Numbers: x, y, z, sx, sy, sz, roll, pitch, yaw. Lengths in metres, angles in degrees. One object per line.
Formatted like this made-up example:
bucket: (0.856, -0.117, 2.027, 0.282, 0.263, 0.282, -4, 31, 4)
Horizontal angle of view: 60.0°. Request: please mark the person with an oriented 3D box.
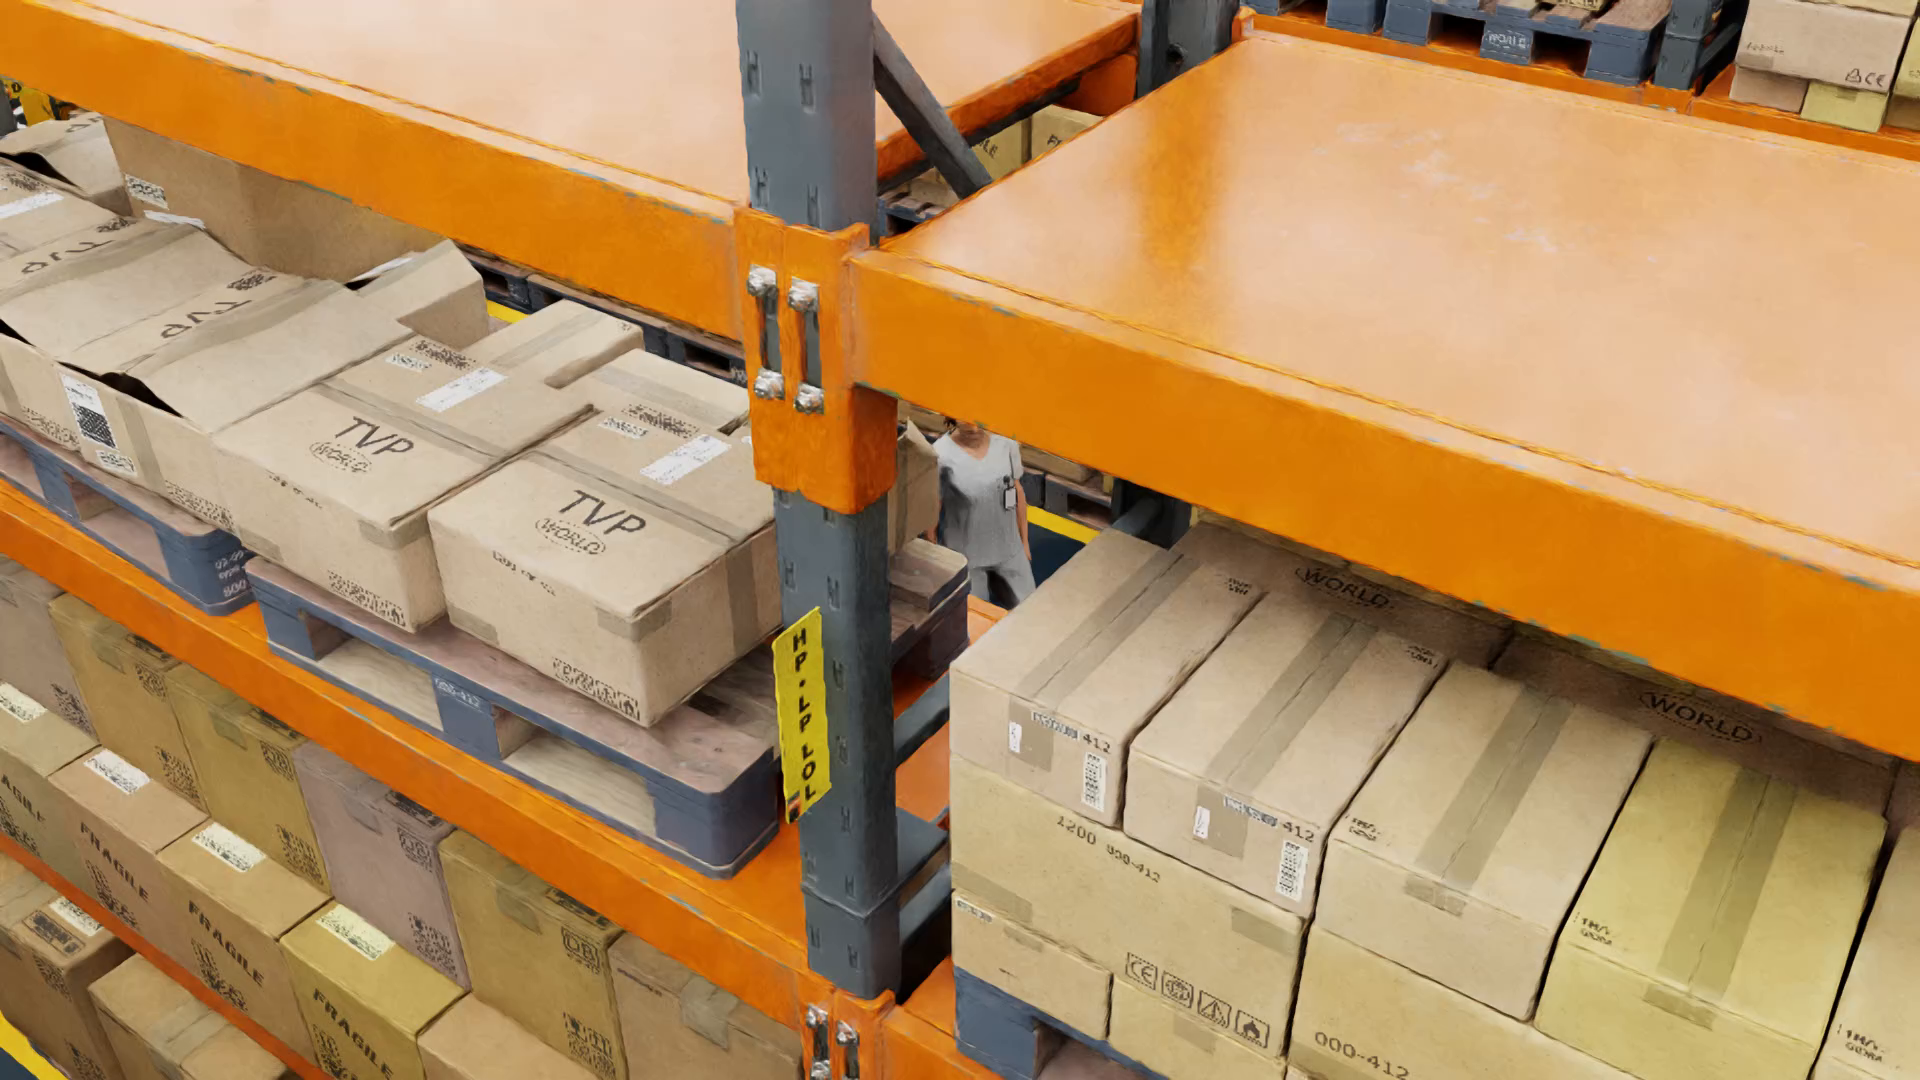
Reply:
person: (0.097, 0.087, 7.022, 0.470, 1.669, 0.616, -14, 37, -19)
